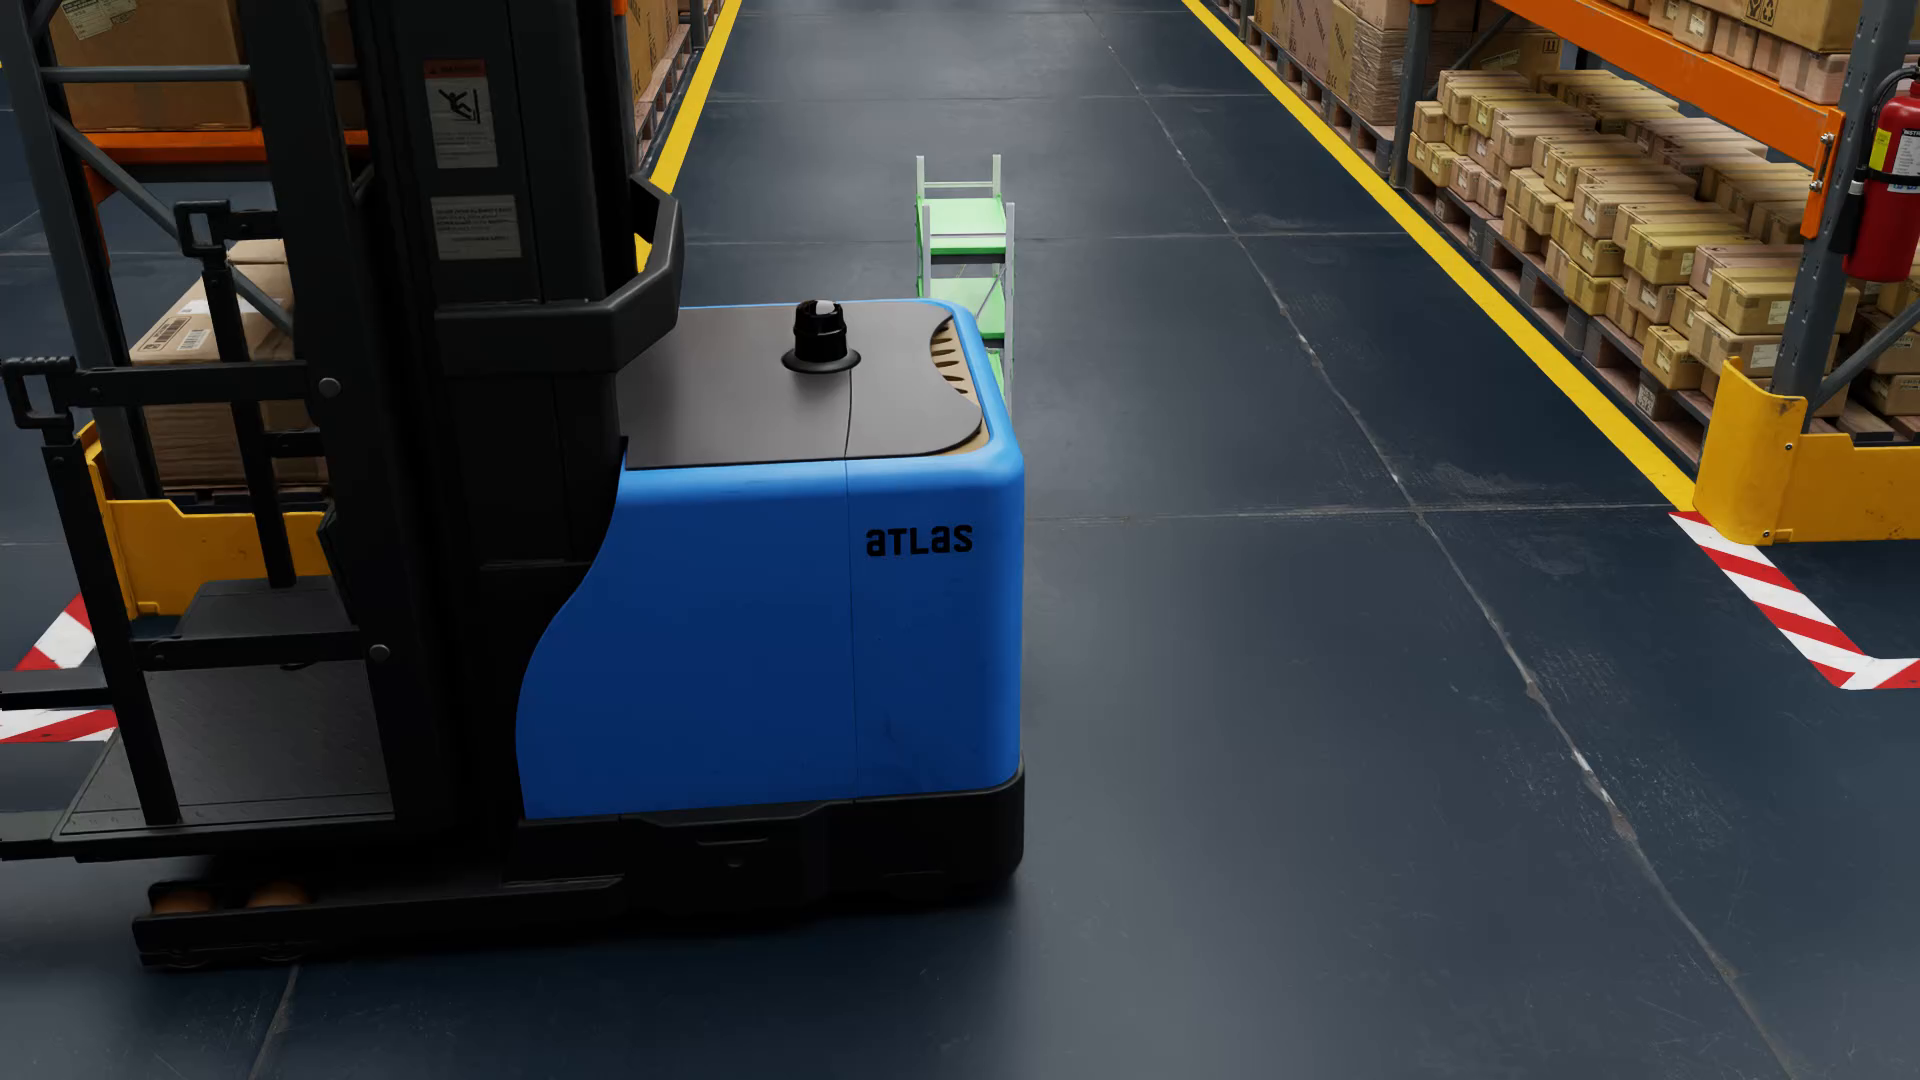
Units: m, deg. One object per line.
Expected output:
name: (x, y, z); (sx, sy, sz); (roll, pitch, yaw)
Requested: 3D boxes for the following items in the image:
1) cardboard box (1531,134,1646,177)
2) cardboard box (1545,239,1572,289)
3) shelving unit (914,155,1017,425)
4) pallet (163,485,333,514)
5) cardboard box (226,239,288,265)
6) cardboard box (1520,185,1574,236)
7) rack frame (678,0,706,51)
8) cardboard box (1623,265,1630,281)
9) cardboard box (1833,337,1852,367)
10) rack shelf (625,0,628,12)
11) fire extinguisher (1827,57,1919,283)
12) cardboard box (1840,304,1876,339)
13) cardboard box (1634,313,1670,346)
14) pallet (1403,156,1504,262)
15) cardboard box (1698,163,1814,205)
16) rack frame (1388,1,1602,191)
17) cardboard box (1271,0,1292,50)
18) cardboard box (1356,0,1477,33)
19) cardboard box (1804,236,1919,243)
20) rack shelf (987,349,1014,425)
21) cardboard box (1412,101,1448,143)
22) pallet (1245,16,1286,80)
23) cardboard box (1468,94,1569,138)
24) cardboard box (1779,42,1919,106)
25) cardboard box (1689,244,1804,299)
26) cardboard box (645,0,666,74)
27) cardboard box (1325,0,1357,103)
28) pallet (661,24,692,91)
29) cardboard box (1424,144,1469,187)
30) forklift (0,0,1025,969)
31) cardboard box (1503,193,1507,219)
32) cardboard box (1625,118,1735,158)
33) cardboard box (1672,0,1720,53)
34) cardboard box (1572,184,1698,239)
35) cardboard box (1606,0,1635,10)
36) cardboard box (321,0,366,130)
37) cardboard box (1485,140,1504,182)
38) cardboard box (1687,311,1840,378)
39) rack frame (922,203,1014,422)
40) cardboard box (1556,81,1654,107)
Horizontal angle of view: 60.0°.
cardboard box: (2.687, -1.631, 7.119); (0.380, 0.149, 0.250); (-2, 28, -5)
cardboard box: (2.628, -1.127, 6.795); (0.380, 0.149, 0.250); (-1, 28, -2)
shelving unit: (0.009, -0.456, 4.826); (0.258, 1.200, 0.503); (-1, 28, -3)
pallet: (-2.056, -0.334, 5.662); (1.003, 0.211, 1.213); (-1, 28, -3)
cardboard box: (-2.126, -0.978, 6.198); (0.875, 0.438, 0.875); (-1, 28, -1)
cardboard box: (2.584, -1.384, 6.968); (0.380, 0.149, 0.250); (-1, 28, -2)
rack frame: (-2.354, -4.898, 11.397); (1.000, 3.000, 0.127); (-1, 28, -3)
cardboard box: (2.749, -1.027, 6.282); (0.380, 0.149, 0.250); (-2, 28, -3)
cardboard box: (3.199, -0.660, 5.901); (0.380, 0.149, 0.250); (-1, 28, -3)
rack shelf: (-2.249, -3.655, 9.792); (1.077, 0.370, 4.000); (-1, 28, -3)
fire extinguisher: (2.554, -1.042, 4.491); (0.296, 0.674, 0.183); (-1, 28, -3)
cardboard box: (3.273, -0.799, 5.846); (0.380, 0.149, 0.250); (-2, 28, -3)
cardboard box: (2.724, -0.770, 6.111); (0.380, 0.149, 0.250); (-2, 28, -3)
pallet: (2.864, -1.671, 8.225); (1.003, 0.211, 1.213); (-1, 28, -3)
cardboard box: (3.226, -1.413, 6.700); (0.380, 0.149, 0.250); (-1, 28, -2)
rack frame: (2.793, -3.217, 8.173); (1.000, 3.000, 0.127); (-1, 28, -3)
cardboard box: (2.396, -3.577, 11.113); (0.500, 0.500, 0.500); (-1, 28, -2)
cardboard box: (2.502, -2.965, 9.129); (0.500, 0.250, 0.500); (-2, 28, -4)
cardboard box: (3.294, -1.049, 6.003); (0.380, 0.149, 0.250); (-1, 28, -3)
rack shelf: (0.009, -0.399, 4.856); (0.258, 0.148, 0.480); (-1, 28, -3)
cardboard box: (2.493, -2.095, 8.331); (0.380, 0.149, 0.250); (0, 28, 0)
pallet: (2.624, -3.466, 11.668); (1.003, 0.211, 1.213); (-1, 28, -3)
cardboard box: (2.622, -1.994, 7.815); (0.380, 0.149, 0.250); (-2, 28, -3)
cardboard box: (2.703, -1.402, 4.965); (0.380, 0.149, 0.250); (-1, 28, -3)
cardboard box: (2.766, -0.911, 5.738); (0.380, 0.149, 0.250); (-1, 28, -2)
cardboard box: (-2.358, -3.409, 10.385); (0.875, 0.875, 0.875); (-1, 28, -2)
cardboard box: (2.477, -2.867, 9.752); (0.500, 0.500, 0.500); (-2, 28, -4)
pallet: (-2.388, -3.295, 11.340); (1.003, 0.211, 1.213); (-1, 28, -3)
cardboard box: (2.505, -1.840, 8.163); (0.380, 0.149, 0.250); (-1, 28, -1)
forklift: (-1.411, -0.652, 3.331); (3.031, 2.935, 1.130); (-3, 28, -6)
cardboard box: (2.682, -1.487, 7.486); (0.380, 0.149, 0.250); (-3, 28, -5)
cardboard box: (3.187, -1.768, 7.382); (0.380, 0.149, 0.250); (-3, 28, -5)
cardboard box: (2.663, -1.750, 5.634); (0.380, 0.149, 0.250); (-1, 28, -1)
cardboard box: (2.605, -1.271, 6.429); (0.380, 0.149, 0.250); (0, 28, -1)
cardboard box: (2.693, -2.121, 6.344); (0.380, 0.149, 0.250); (-1, 28, -2)
cardboard box: (-1.674, -1.476, 4.728); (0.500, 0.500, 0.500); (-2, 28, -3)
cardboard box: (2.655, -1.744, 7.658); (0.380, 0.149, 0.250); (-3, 28, -5)
cardboard box: (2.690, -0.660, 5.579); (0.380, 0.149, 0.250); (-2, 28, -4)
rack frame: (0.021, -0.343, 4.610); (0.240, 1.200, 0.015); (-1, 28, -3)
cardboard box: (3.125, -2.127, 8.071); (0.380, 0.149, 0.250); (-1, 28, -2)
